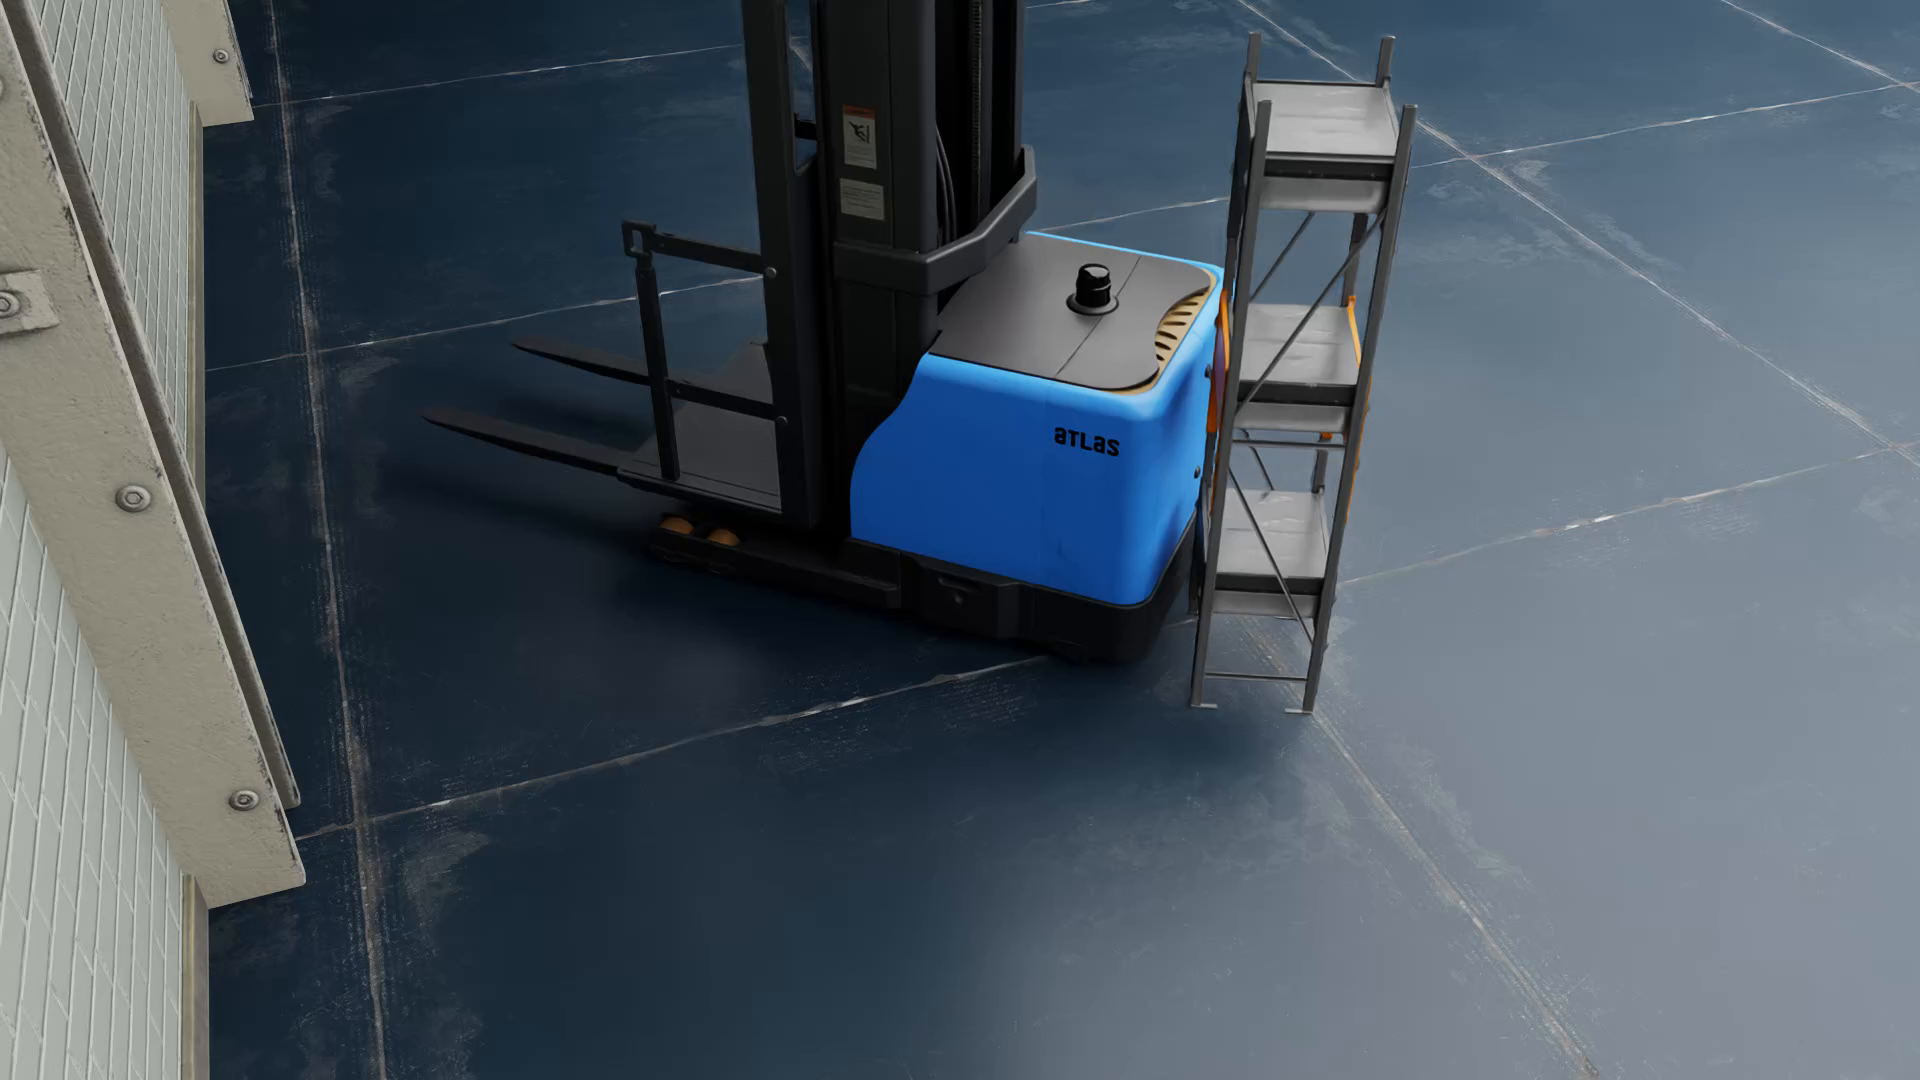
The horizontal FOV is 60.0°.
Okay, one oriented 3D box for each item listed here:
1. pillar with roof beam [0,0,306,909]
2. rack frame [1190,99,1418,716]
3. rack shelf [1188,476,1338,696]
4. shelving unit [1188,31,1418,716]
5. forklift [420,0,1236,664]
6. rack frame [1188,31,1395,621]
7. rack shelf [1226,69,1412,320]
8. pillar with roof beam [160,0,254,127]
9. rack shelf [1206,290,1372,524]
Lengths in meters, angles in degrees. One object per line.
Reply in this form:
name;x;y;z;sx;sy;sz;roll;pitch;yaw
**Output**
pillar with roof beam;1.900;-3.551;3.485;9.100;9.000;0.400;-12;39;-16
rack frame;0.963;-0.275;4.869;0.400;2.100;0.015;3;37;4
rack shelf;0.985;0.149;5.493;0.431;0.518;0.480;3;37;4
shelving unit;0.985;-0.421;5.063;0.431;2.100;0.503;3;37;4
forklift;-0.598;-1.320;5.567;3.031;2.935;1.130;14;39;18
rack frame;1.008;-0.567;5.258;0.400;2.100;0.015;3;37;4
rack shelf;0.985;-0.969;4.651;0.431;0.518;0.480;3;37;4
pillar with roof beam;-0.165;-6.940;7.985;9.100;9.000;0.400;-12;39;-16
rack shelf;0.985;-0.410;5.072;0.431;0.518;0.480;3;37;4
